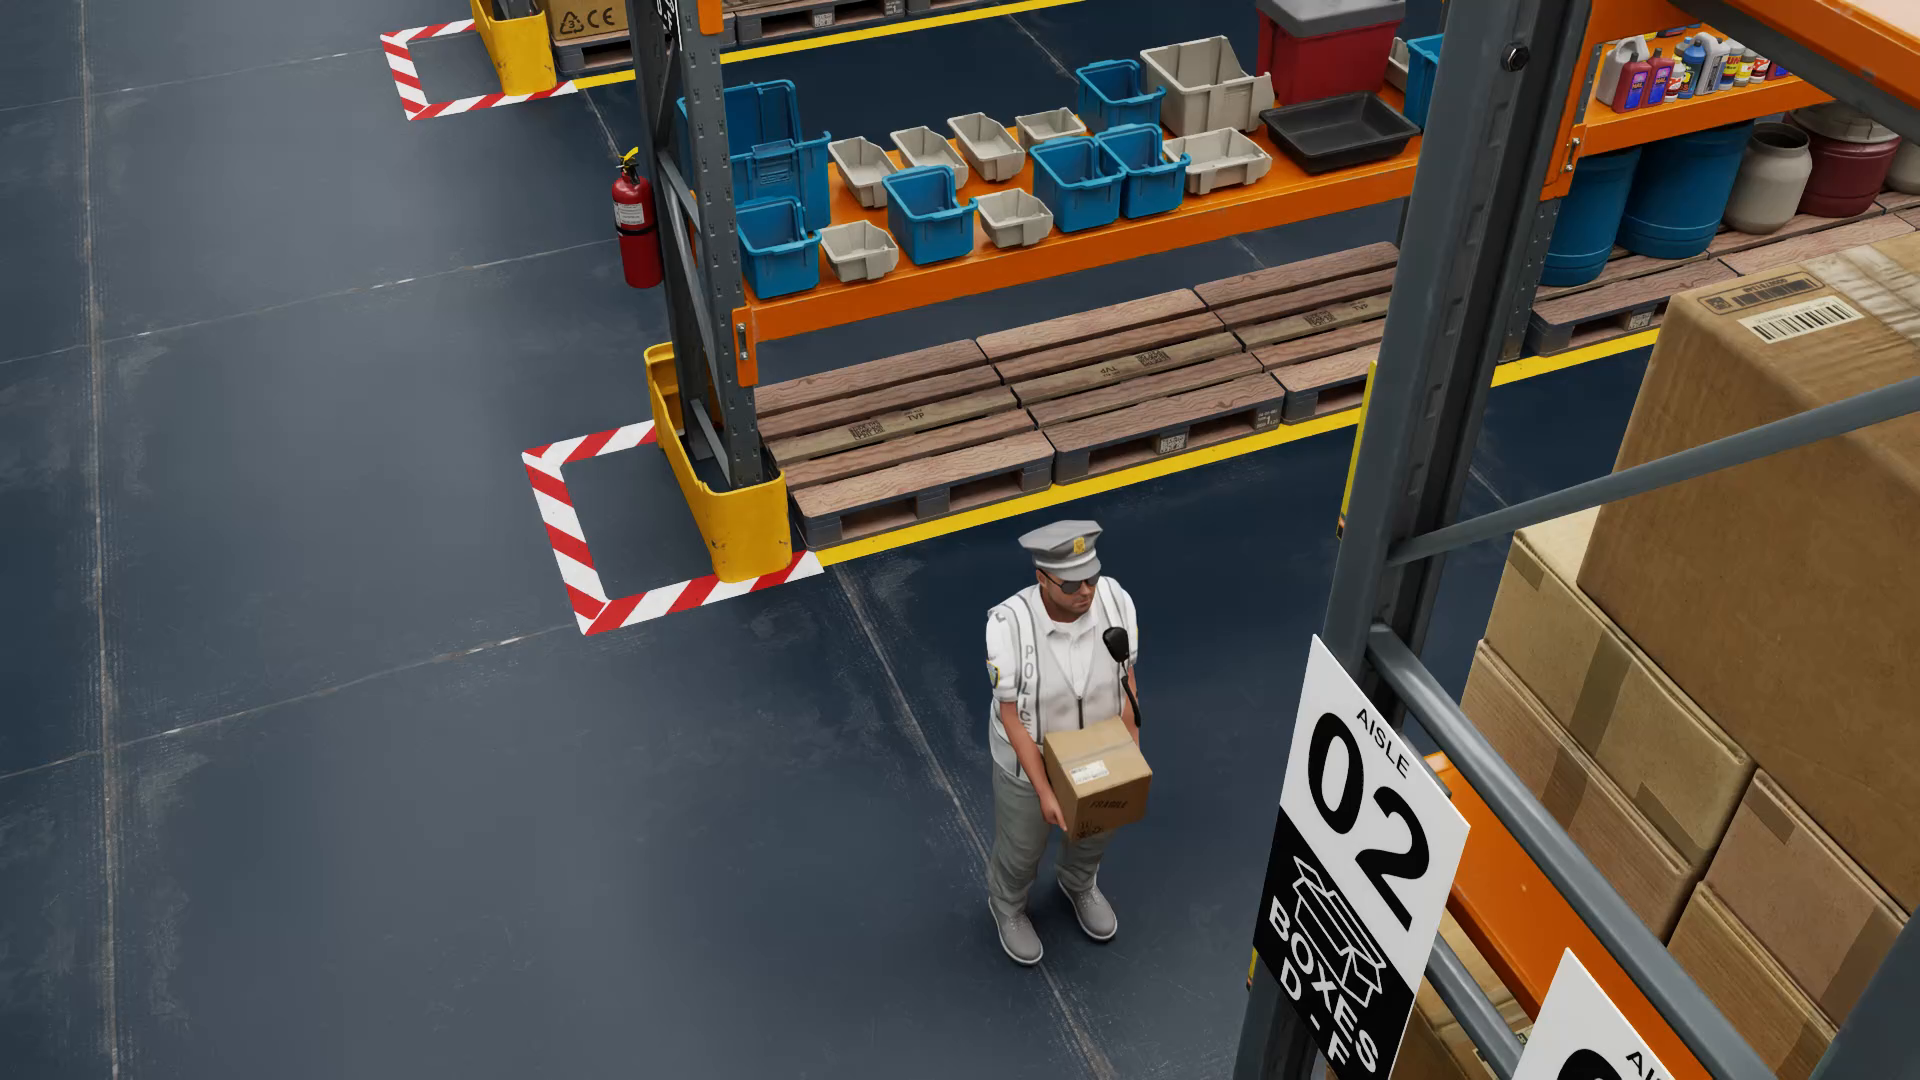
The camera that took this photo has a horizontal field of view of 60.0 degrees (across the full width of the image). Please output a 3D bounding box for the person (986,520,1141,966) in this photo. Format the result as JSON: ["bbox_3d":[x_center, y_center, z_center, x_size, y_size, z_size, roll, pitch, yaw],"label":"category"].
[{"bbox_3d":[0.356,0.704,5.342,0.494,1.768,0.566,-15,44,-16],"label":"person"}]
